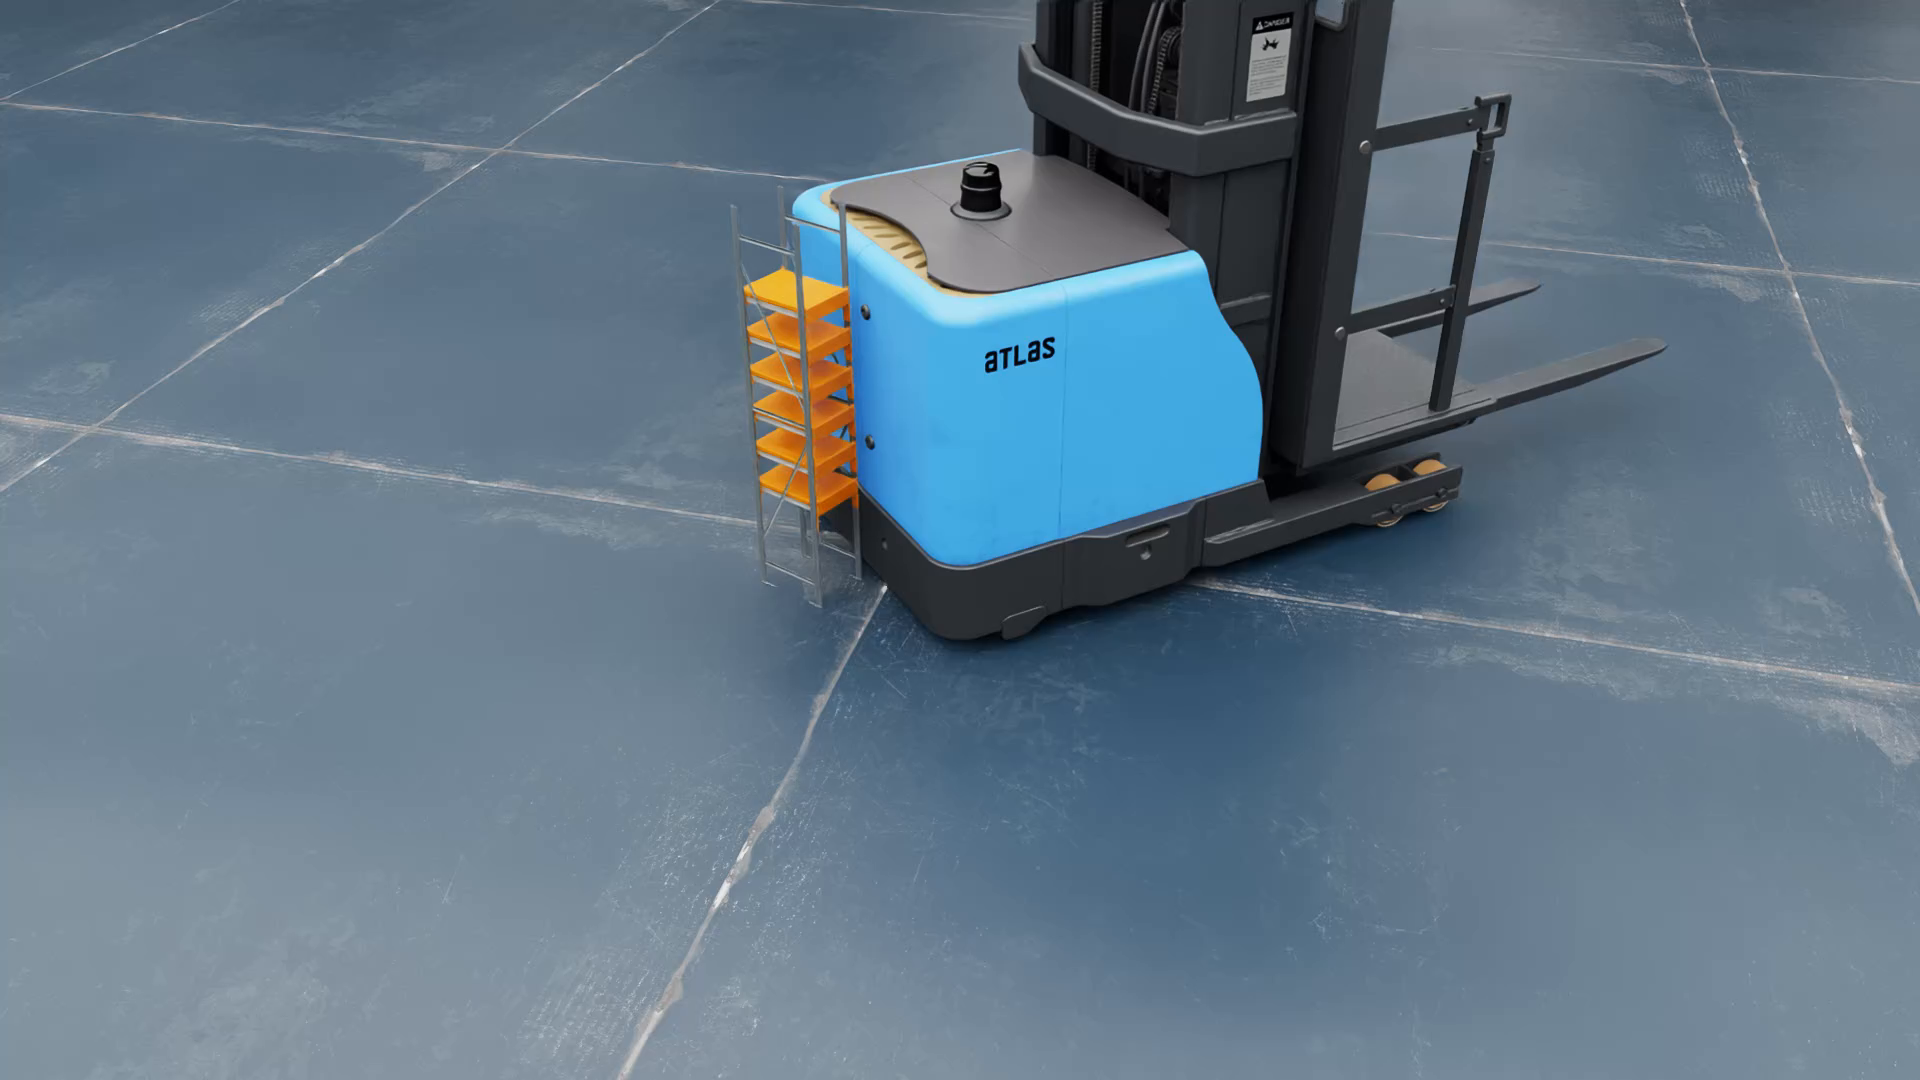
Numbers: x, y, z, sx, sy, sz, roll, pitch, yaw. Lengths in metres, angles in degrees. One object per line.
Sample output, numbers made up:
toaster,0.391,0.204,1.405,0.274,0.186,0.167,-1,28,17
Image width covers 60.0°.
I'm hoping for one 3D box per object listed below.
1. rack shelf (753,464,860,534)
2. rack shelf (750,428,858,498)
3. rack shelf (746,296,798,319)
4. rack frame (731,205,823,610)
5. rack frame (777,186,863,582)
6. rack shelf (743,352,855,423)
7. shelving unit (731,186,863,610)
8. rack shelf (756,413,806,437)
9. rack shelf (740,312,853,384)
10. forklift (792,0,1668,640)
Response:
rack shelf,-0.450,-0.139,4.878,0.258,0.103,0.180,22,38,31
rack shelf,-0.451,-0.241,4.814,0.258,0.103,0.180,22,38,31
rack shelf,-0.454,-0.664,4.548,0.199,0.020,0.166,22,38,31
rack frame,-0.507,-0.341,4.665,0.240,1.200,0.006,22,38,31
rack frame,-0.397,-0.419,4.788,0.240,1.200,0.006,22,38,31
rack shelf,-0.453,-0.444,4.687,0.258,0.103,0.180,22,38,31
shelving unit,-0.452,-0.380,4.727,0.258,1.200,0.189,22,38,31
rack shelf,-0.452,-0.359,4.740,0.199,0.020,0.166,22,38,31
rack shelf,-0.453,-0.545,4.623,0.258,0.103,0.180,22,38,31
forklift,1.037,-1.474,4.918,3.031,2.843,1.129,-16,36,-24
